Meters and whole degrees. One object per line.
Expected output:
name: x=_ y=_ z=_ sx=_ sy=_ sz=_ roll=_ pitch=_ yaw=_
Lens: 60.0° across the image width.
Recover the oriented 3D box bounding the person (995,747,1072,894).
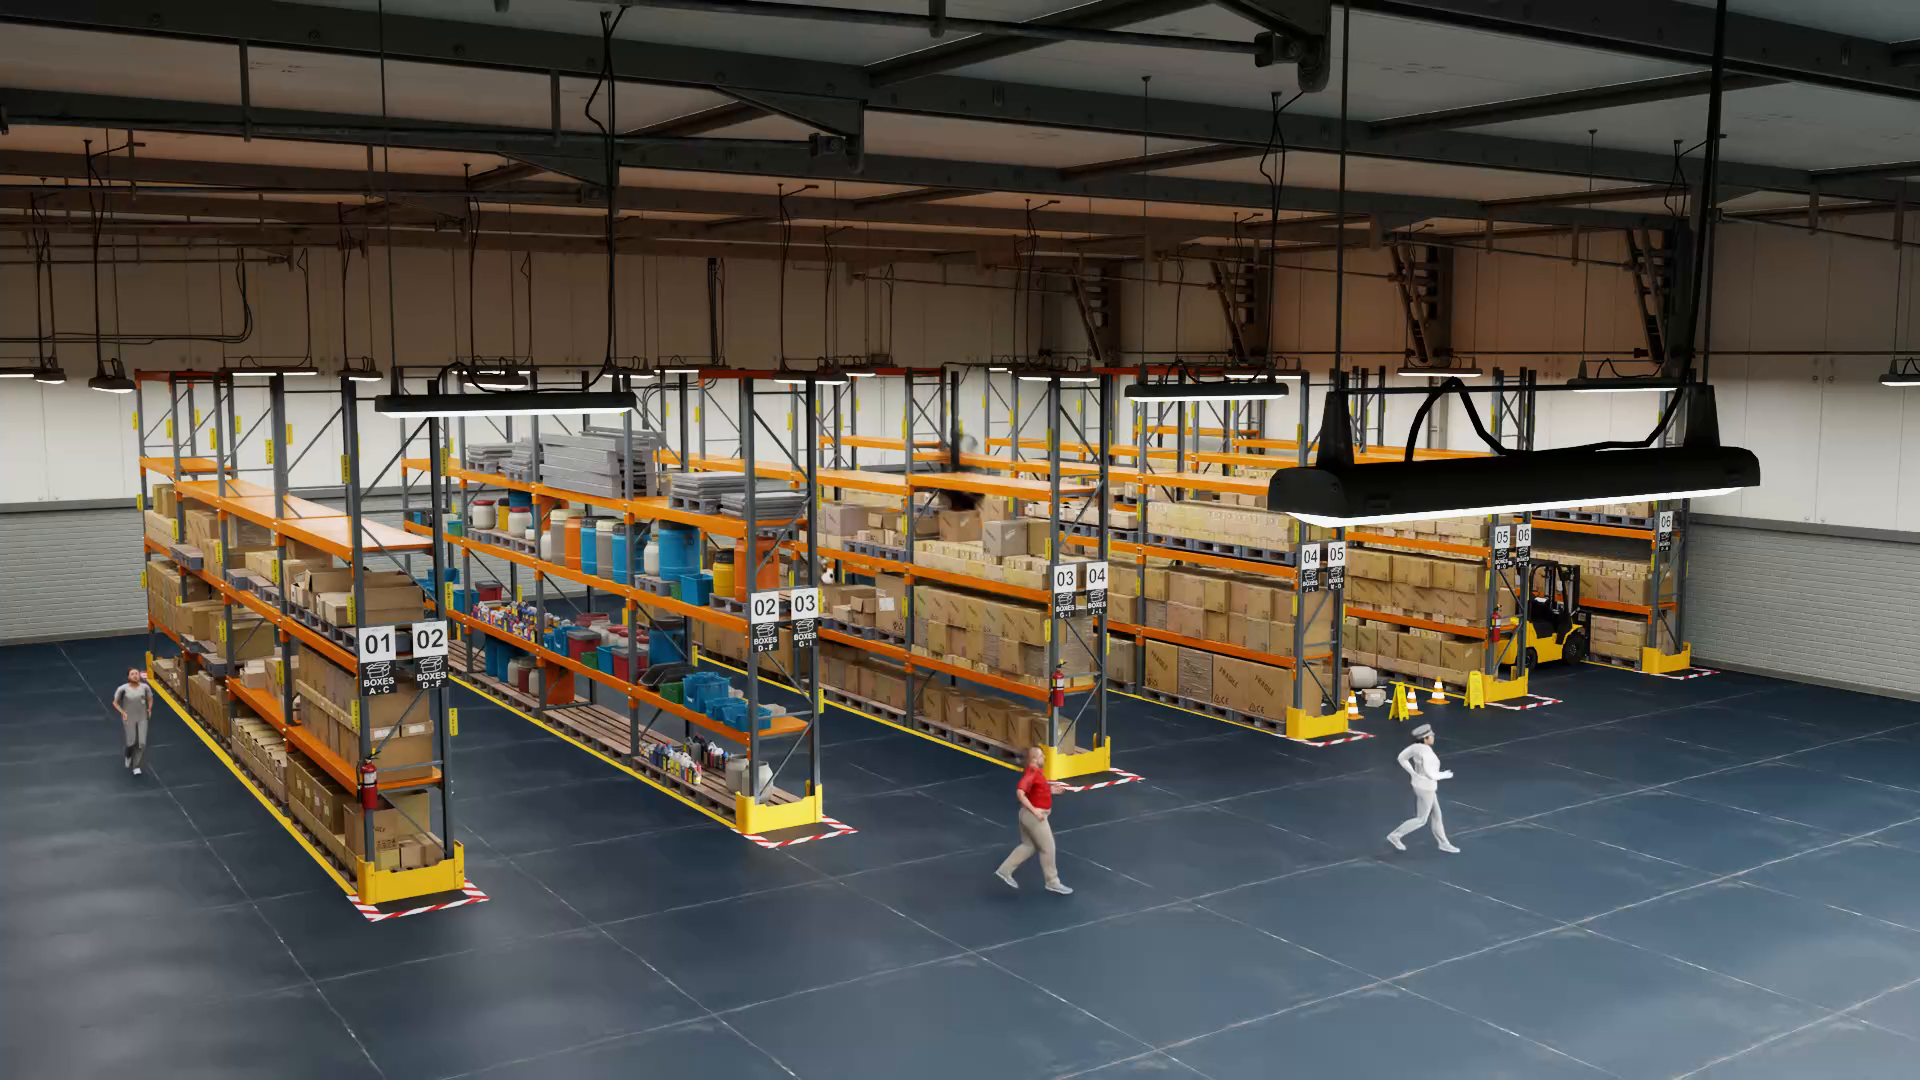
person: x=0.867 y=3.270 z=19.424 sx=0.893 sy=1.734 sz=0.655 roll=-1 pitch=6 yaw=-7

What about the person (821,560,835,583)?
person: x=-3.077 y=1.271 z=37.866 sx=0.628 sy=1.632 sz=0.638 roll=-3 pitch=7 yaw=-24

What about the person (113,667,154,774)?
person: x=-12.396 y=2.704 z=25.001 sx=0.546 sy=1.624 sz=0.554 roll=-5 pitch=8 yaw=-38

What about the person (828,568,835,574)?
person: x=-3.287 y=0.760 z=41.754 sx=0.606 sy=1.722 sz=0.749 roll=-5 pitch=8 yaw=-37

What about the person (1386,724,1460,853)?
person: x=5.839 y=3.130 z=20.897 sx=0.984 sy=1.678 sz=0.625 roll=0 pitch=6 yaw=-3
